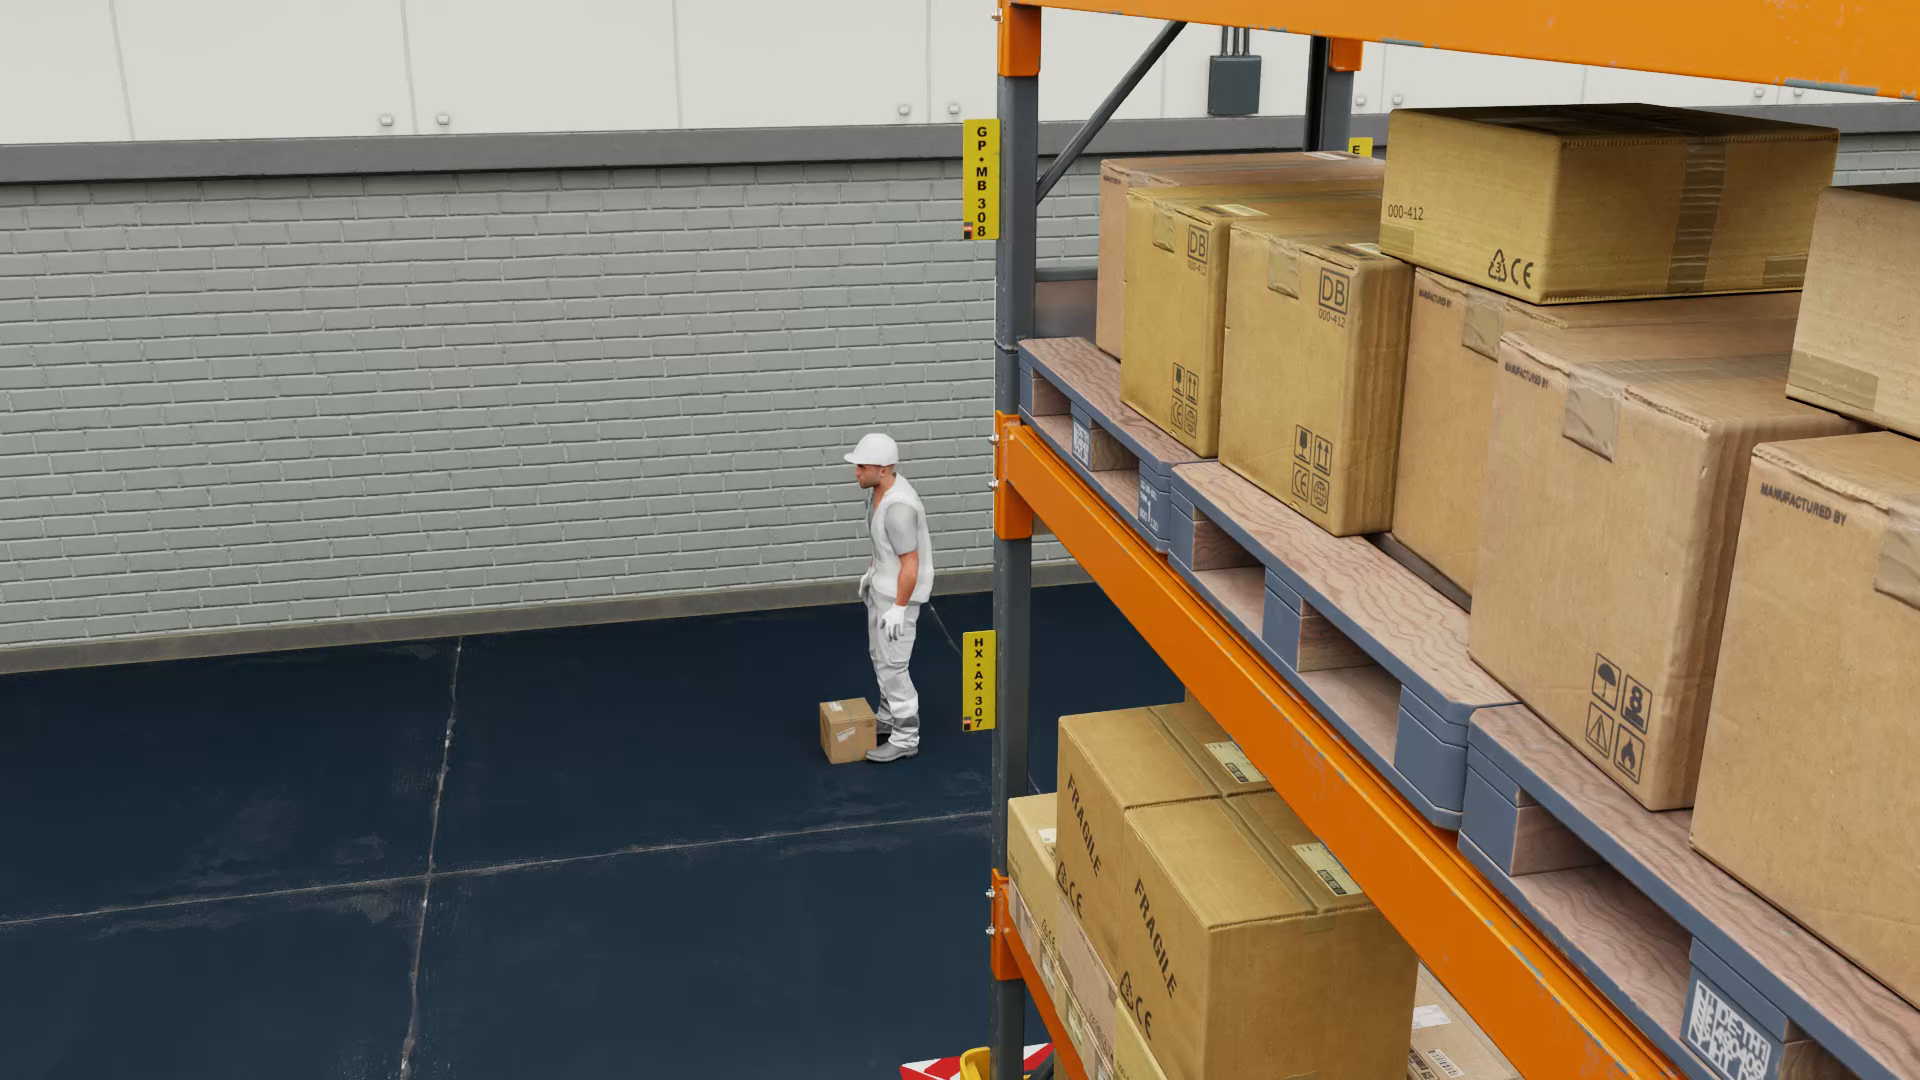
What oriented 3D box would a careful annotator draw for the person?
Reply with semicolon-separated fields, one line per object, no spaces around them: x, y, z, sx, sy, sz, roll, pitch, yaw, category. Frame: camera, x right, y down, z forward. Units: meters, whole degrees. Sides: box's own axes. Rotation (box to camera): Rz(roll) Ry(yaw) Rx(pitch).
-0.377;0.291;8.719;0.446;1.780;0.623;-5;20;-15;person
